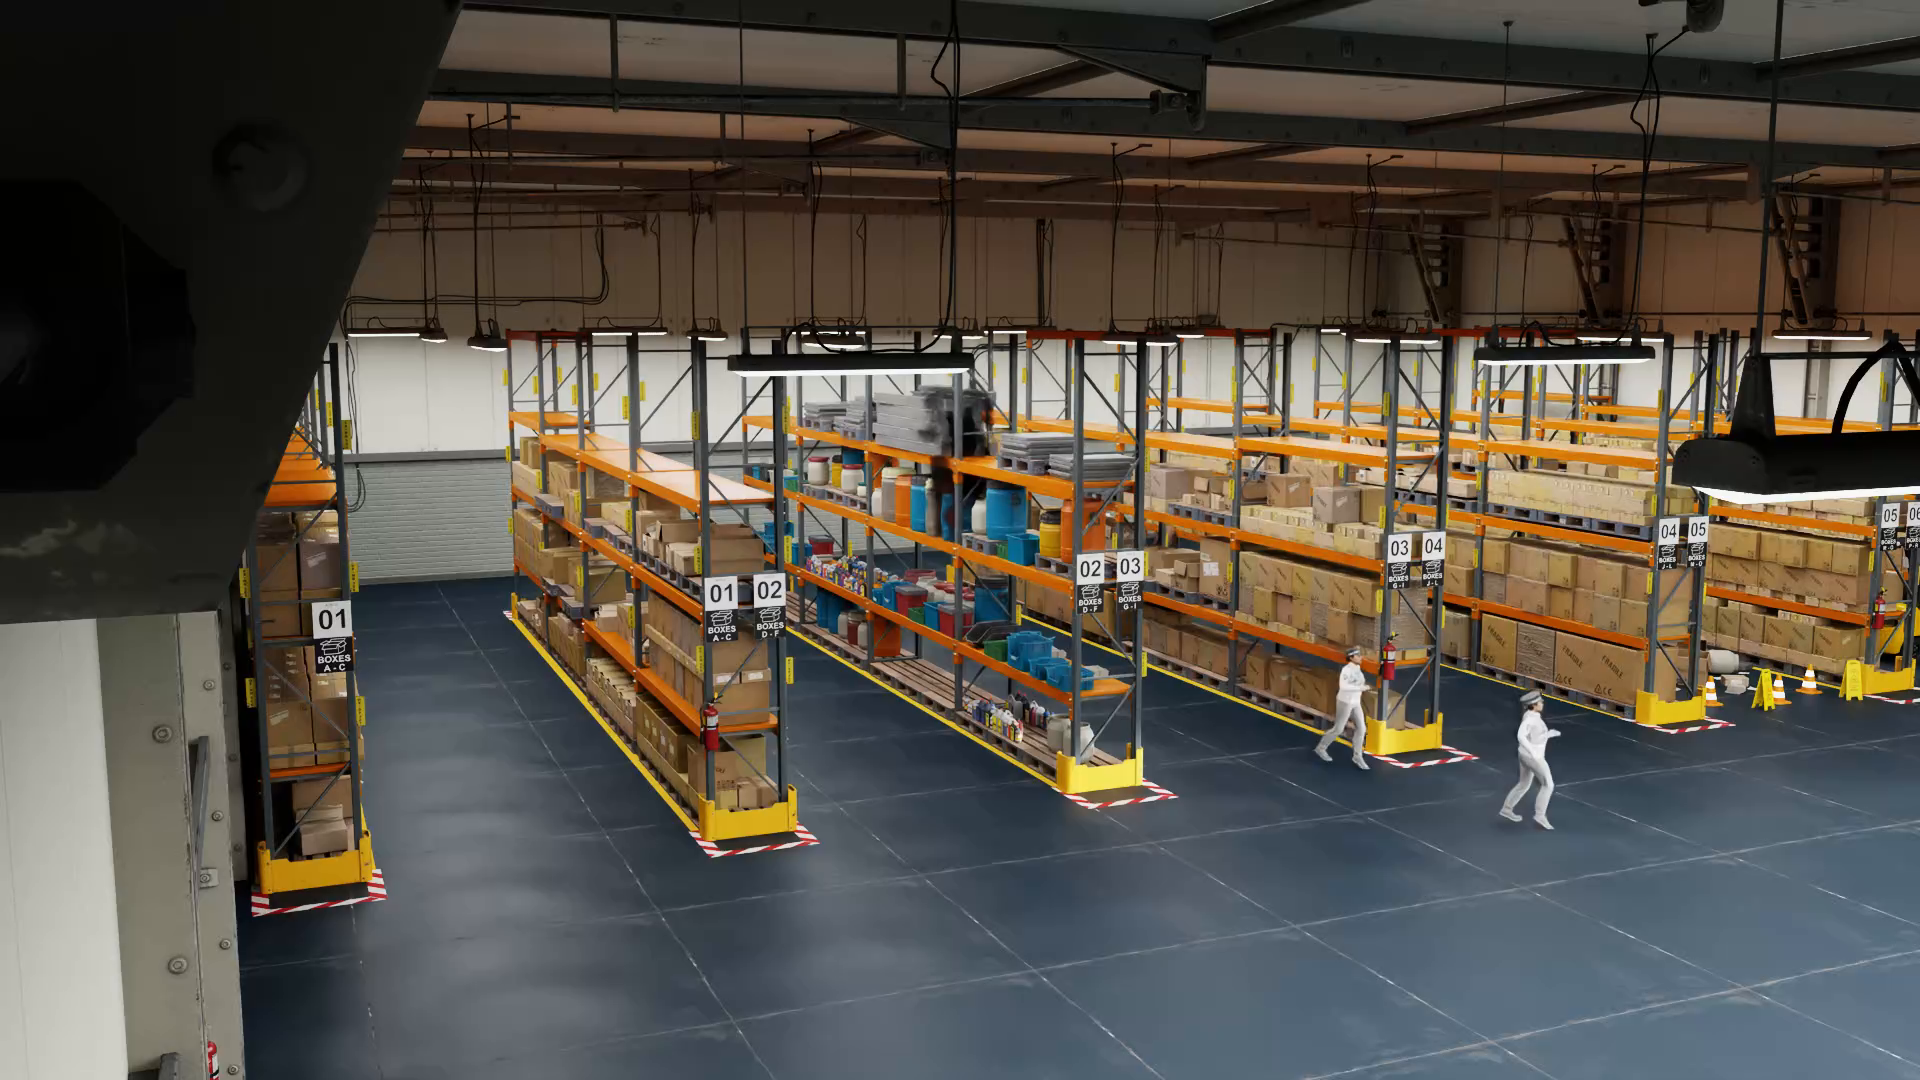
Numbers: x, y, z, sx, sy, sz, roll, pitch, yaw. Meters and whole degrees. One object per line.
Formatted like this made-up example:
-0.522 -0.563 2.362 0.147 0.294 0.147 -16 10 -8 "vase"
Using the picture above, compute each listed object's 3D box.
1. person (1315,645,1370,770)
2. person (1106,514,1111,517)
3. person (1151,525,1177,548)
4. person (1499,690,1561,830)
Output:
5.445 2.326 23.392 0.787 1.743 0.619 6 10 38 "person"
3.392 -0.071 40.870 0.590 1.733 0.701 -6 10 -37 "person"
4.474 0.485 37.065 0.751 1.743 1.072 -4 9 -25 "person"
7.062 2.717 20.546 0.702 1.754 0.595 1 8 5 "person"
